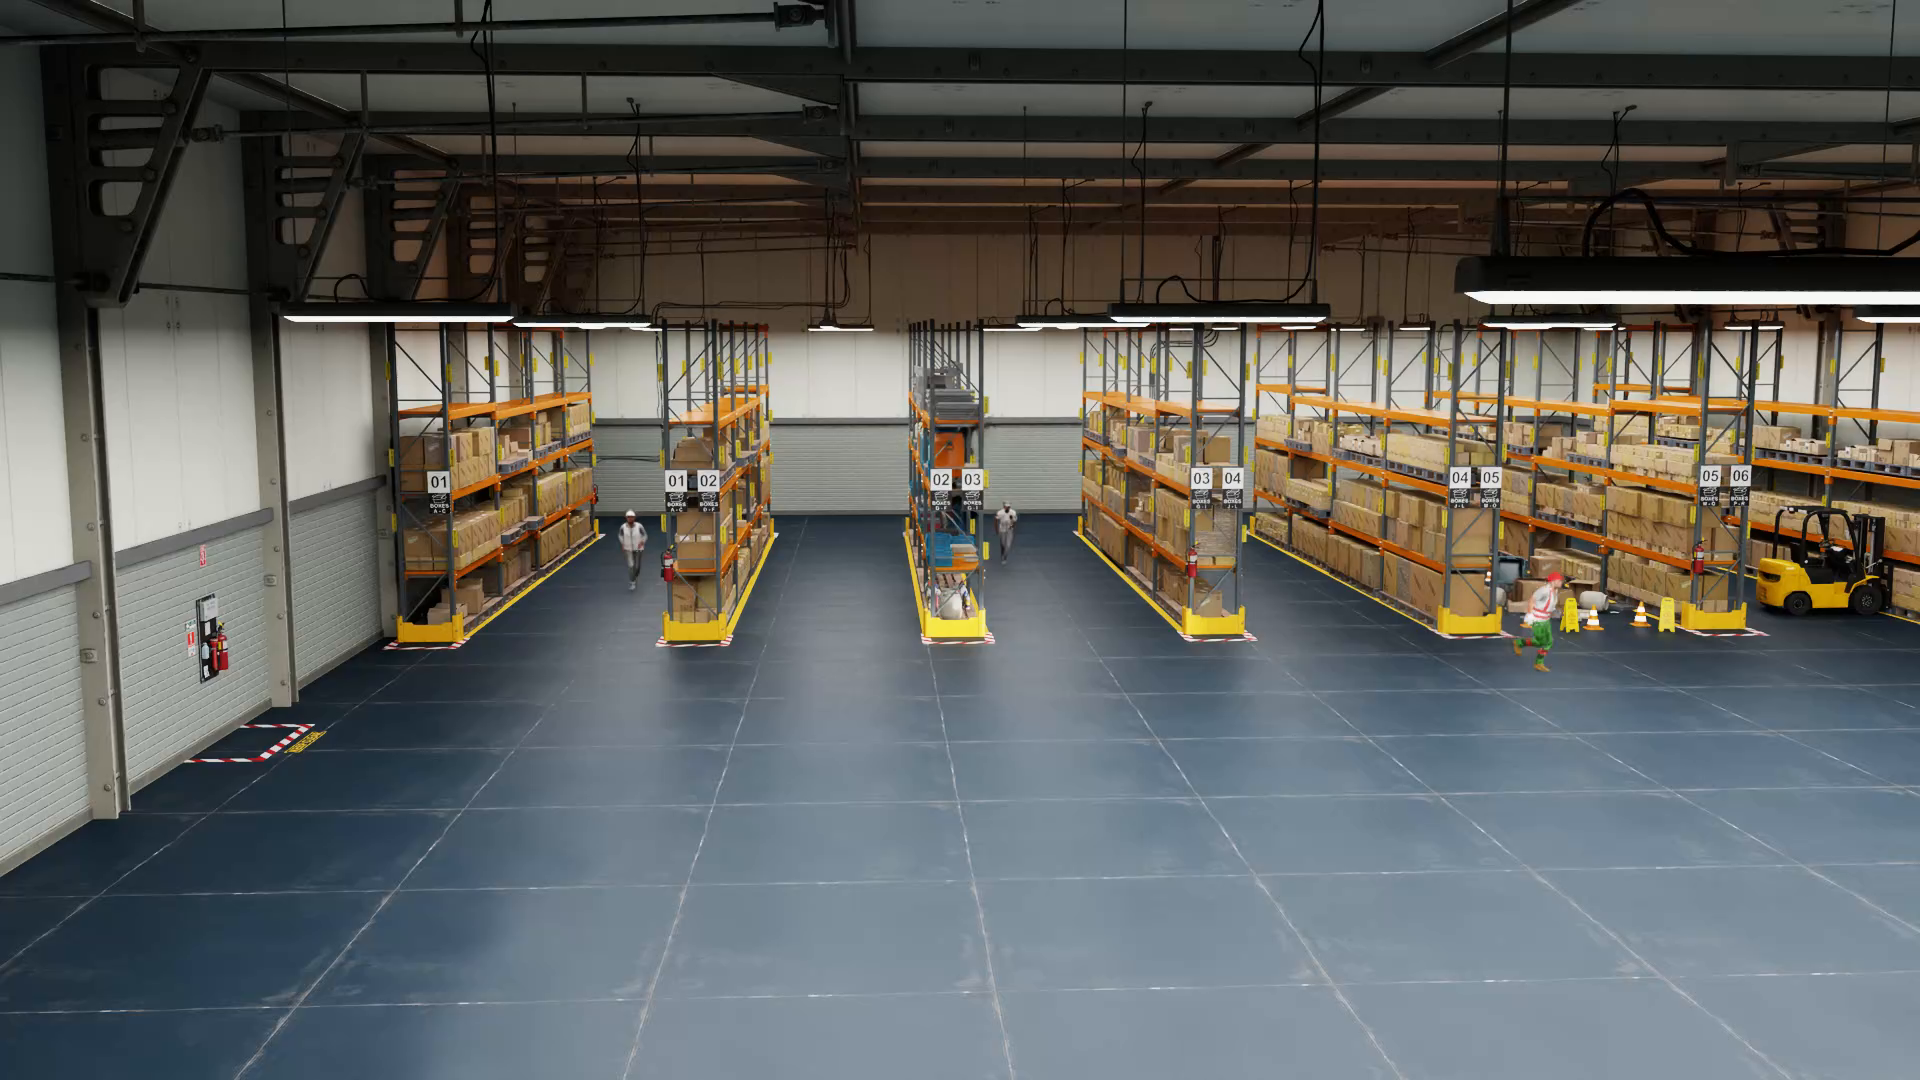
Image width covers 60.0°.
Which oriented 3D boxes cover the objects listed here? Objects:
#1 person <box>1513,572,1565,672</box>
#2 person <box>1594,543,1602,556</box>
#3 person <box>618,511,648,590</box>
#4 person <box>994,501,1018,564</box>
[{"bbox_3d":[9.929,1.378,28.532,0.846,1.717,0.655,6,9,40],"label":"person"},{"bbox_3d":[16.725,-0.429,42.698,0.727,1.829,1.002,-2,7,-17],"label":"person"},{"bbox_3d":[-7.398,0.215,37.652,0.660,1.785,0.765,-1,7,-8],"label":"person"},{"bbox_3d":[1.151,-0.193,41.644,0.563,1.614,0.698,-1,7,-6],"label":"person"}]
